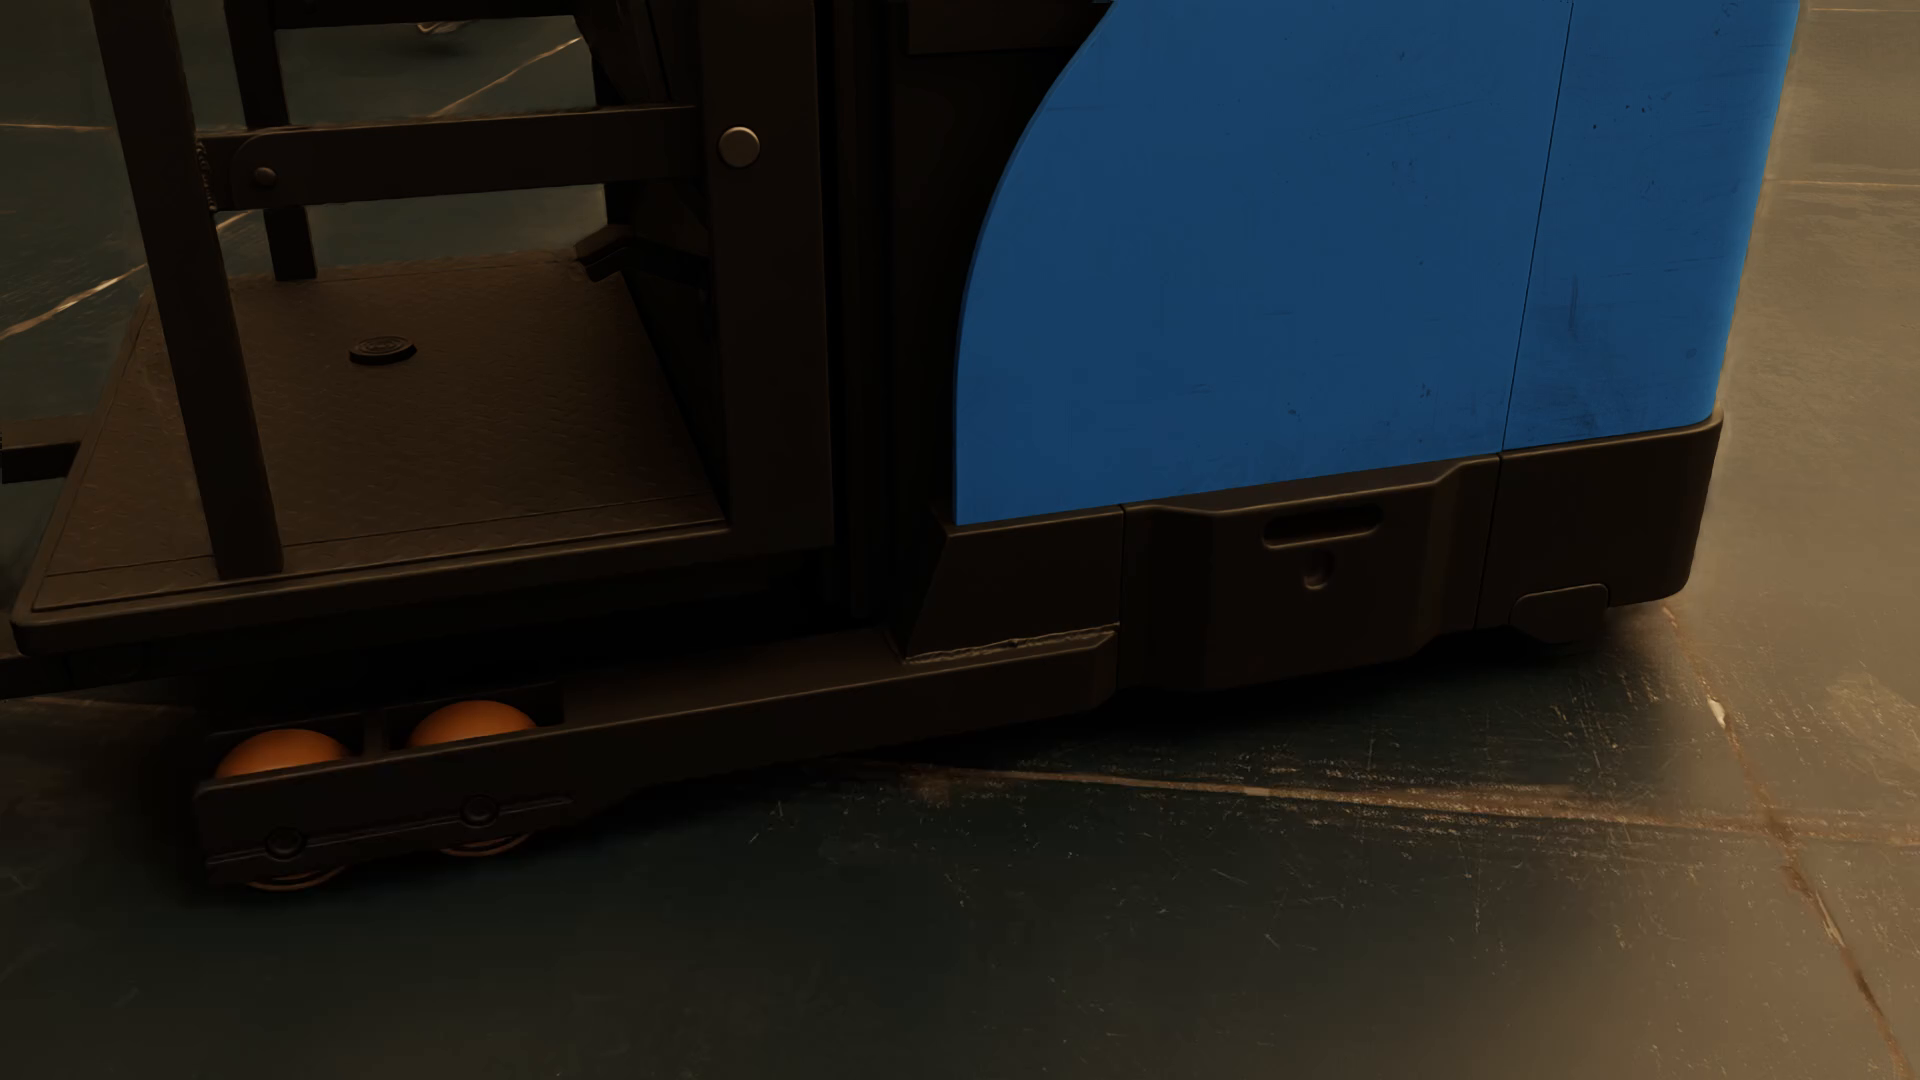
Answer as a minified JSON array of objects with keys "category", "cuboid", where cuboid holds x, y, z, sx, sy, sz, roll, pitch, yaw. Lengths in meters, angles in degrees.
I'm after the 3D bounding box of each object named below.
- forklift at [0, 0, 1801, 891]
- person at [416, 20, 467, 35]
[{"category":"forklift","cuboid":[-0.589,-1.205,1.633,3.031,2.935,1.130,-8,28,-15]},{"category":"person","cuboid":[-1.838,-2.679,6.207,0.561,1.693,1.156,9,28,18]}]
